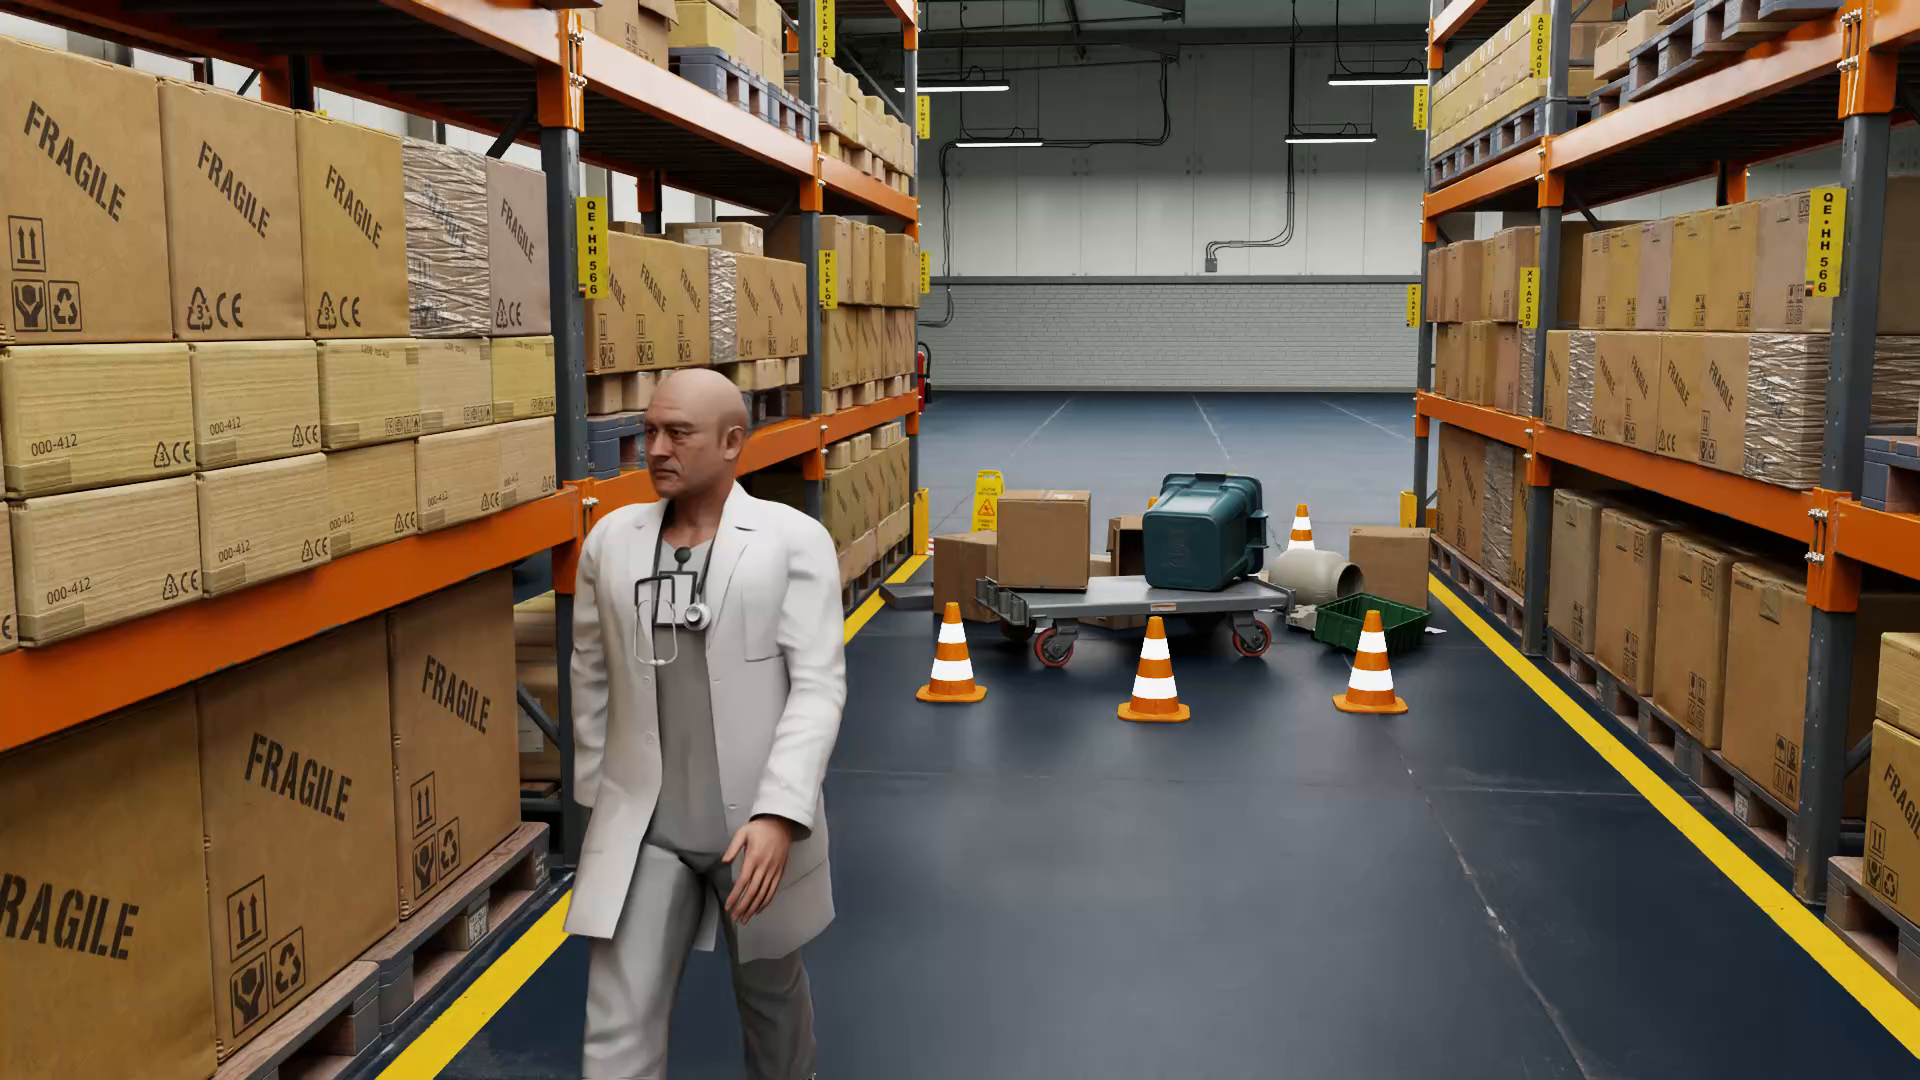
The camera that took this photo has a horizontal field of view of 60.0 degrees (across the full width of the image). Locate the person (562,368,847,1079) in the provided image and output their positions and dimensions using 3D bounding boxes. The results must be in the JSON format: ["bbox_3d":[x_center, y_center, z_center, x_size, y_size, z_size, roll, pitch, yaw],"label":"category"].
[{"bbox_3d":[-0.504,0.540,3.183,0.590,1.726,1.111,0,7,4],"label":"person"}]
